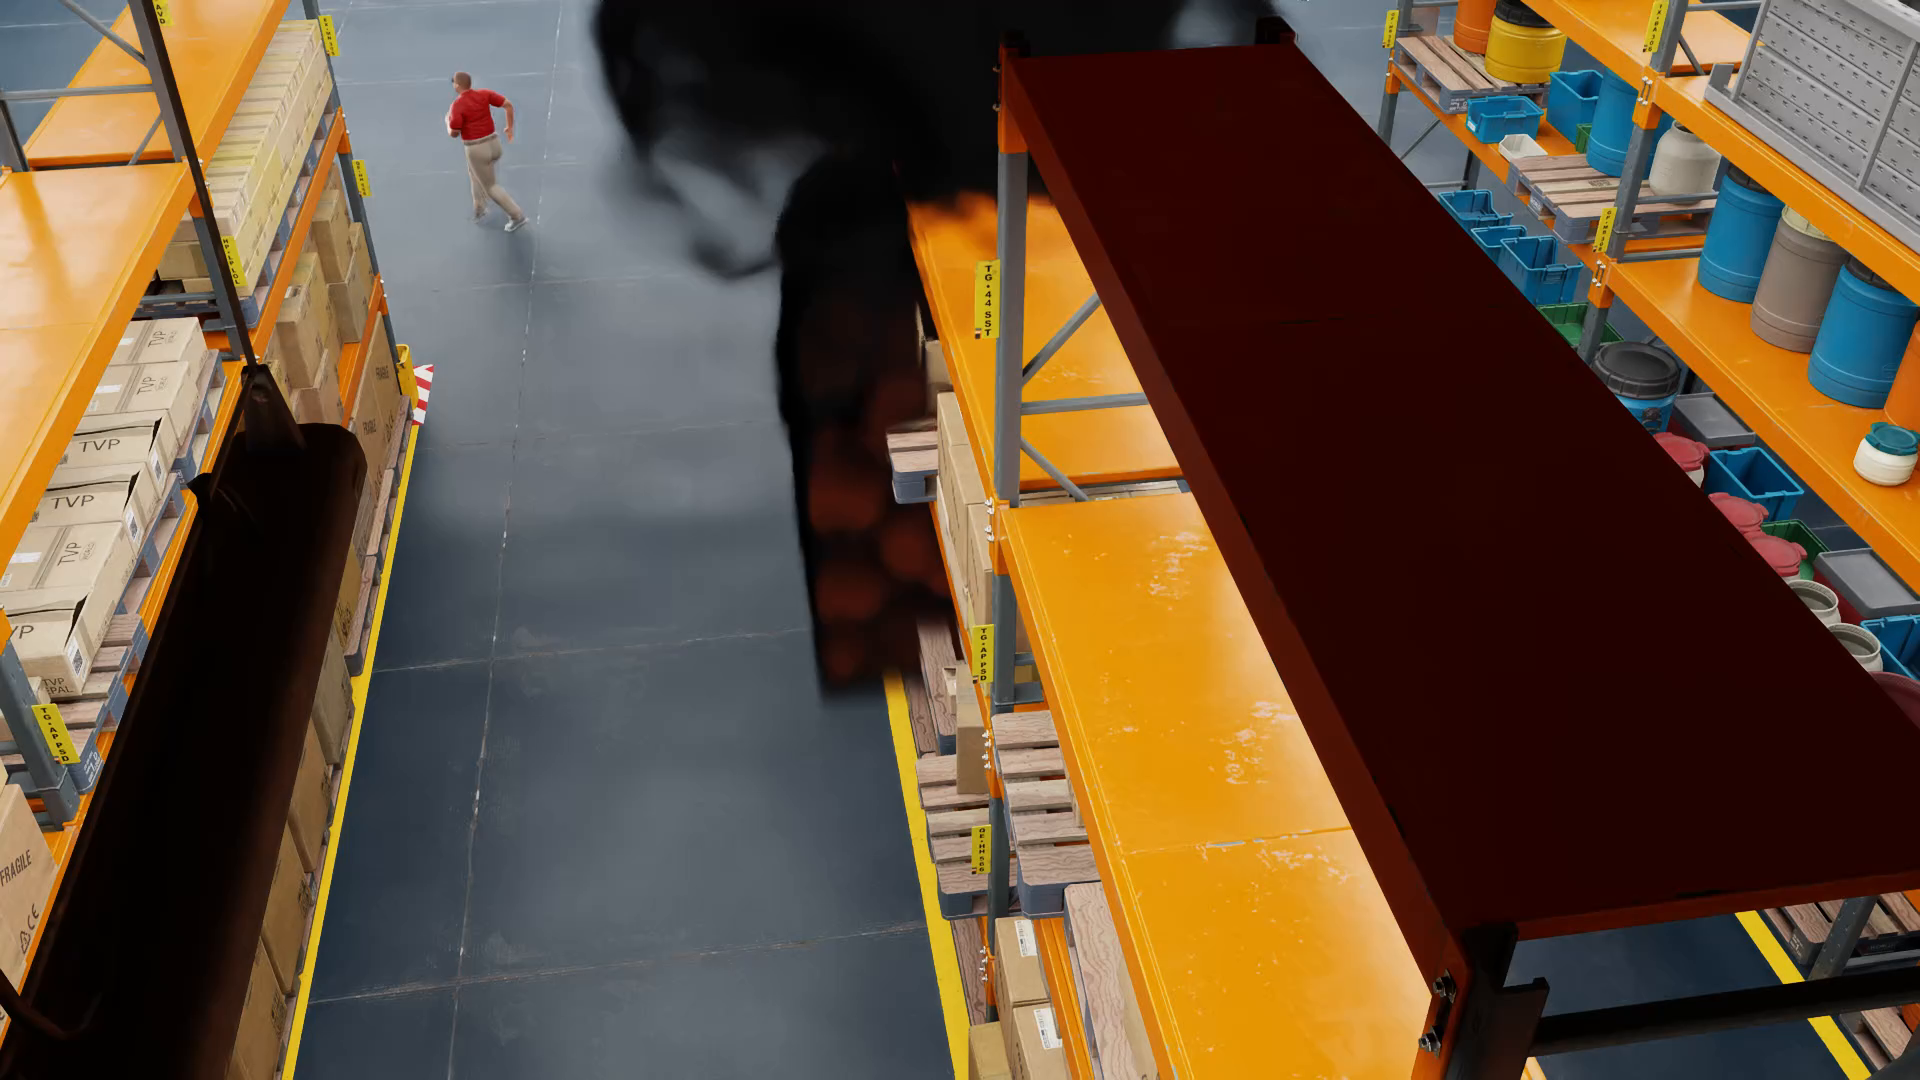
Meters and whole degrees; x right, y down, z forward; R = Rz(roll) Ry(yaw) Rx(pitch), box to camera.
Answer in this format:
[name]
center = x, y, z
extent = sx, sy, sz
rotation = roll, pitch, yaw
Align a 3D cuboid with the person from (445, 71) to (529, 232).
[person]
center = -5.001, -4.057, 17.556
extent = 0.874, 1.787, 0.687
rotation = 19, 40, 24
